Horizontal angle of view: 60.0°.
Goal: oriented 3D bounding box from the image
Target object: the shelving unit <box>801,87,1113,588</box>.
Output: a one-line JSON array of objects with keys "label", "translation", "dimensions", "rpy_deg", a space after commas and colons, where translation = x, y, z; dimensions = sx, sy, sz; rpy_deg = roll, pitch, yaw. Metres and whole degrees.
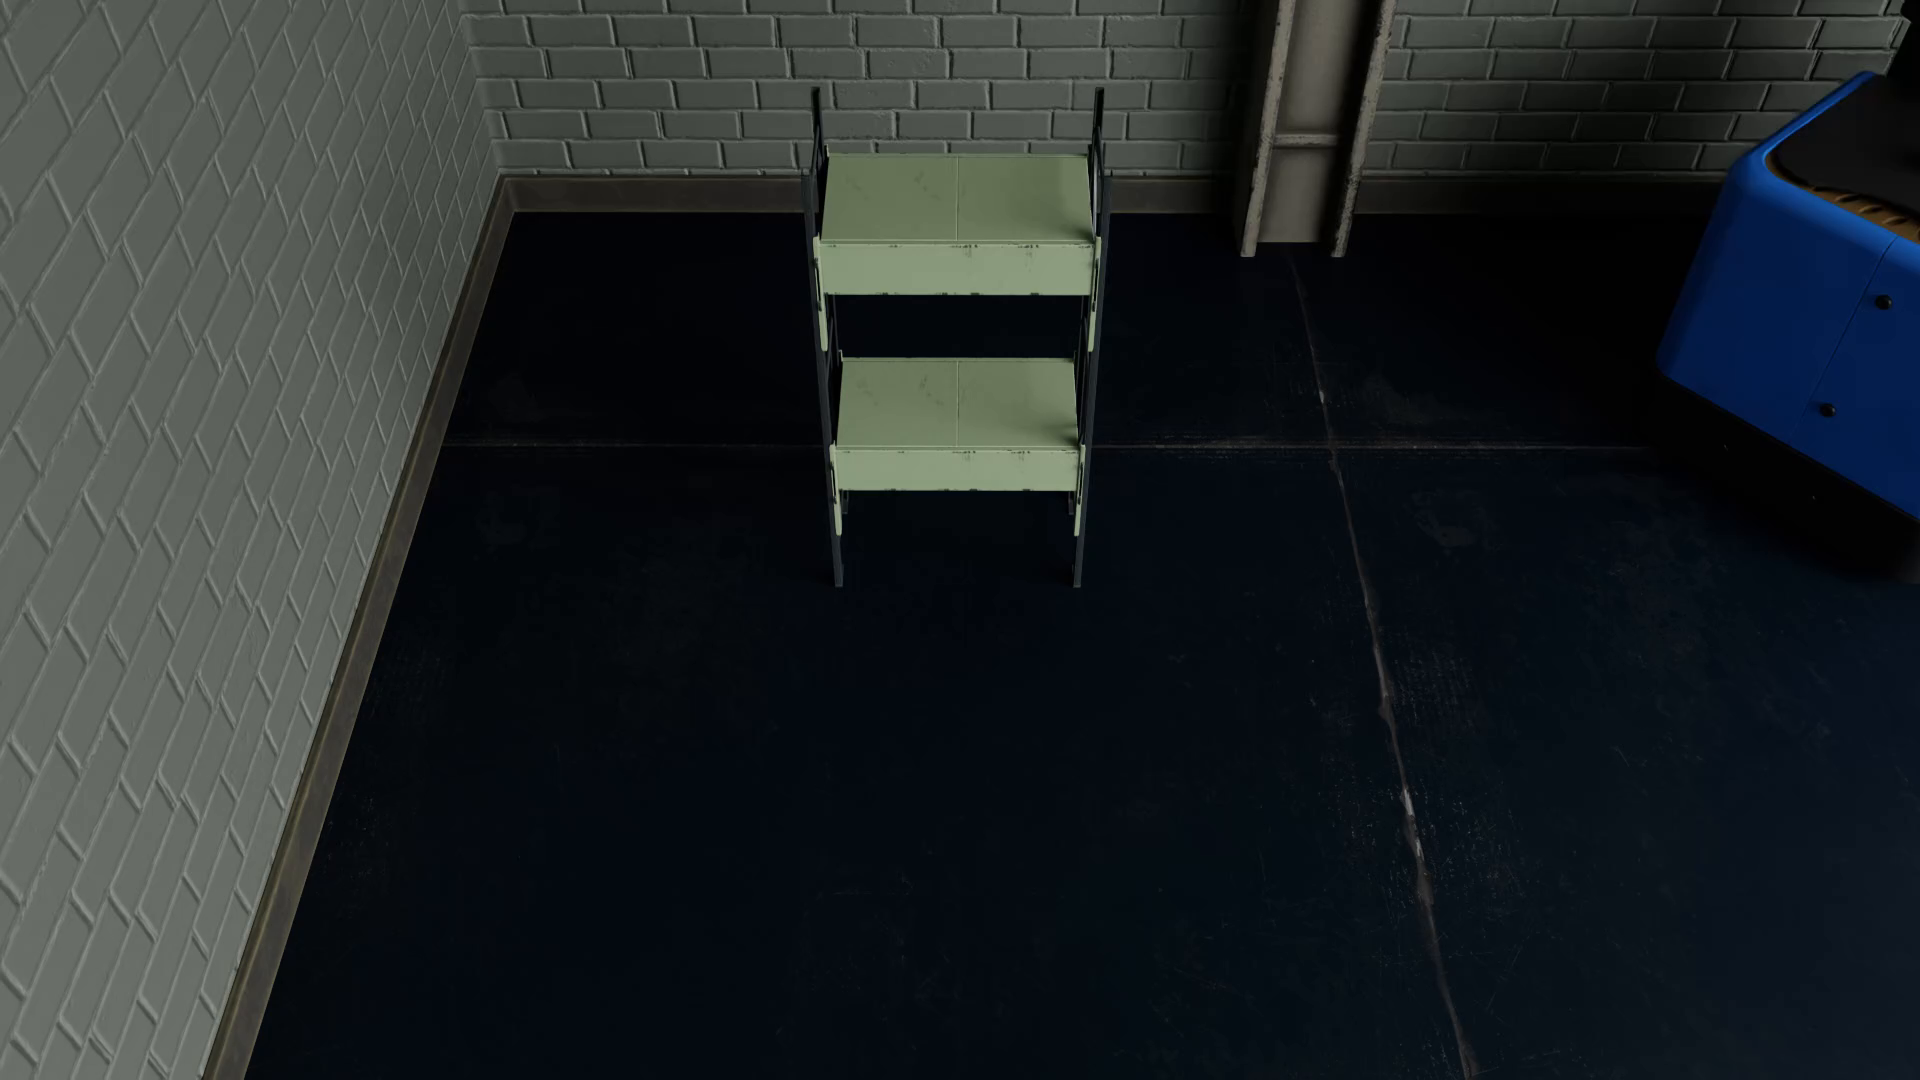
[{"label": "shelving unit", "translation": [-0.007, -0.511, 4.701], "dimensions": [0.755, 1.500, 0.431], "rpy_deg": [0, 47, 0]}]

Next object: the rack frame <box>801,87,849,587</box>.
[{"label": "rack frame", "translation": [-0.373, -0.512, 4.702], "dimensions": [0.023, 1.500, 0.400], "rpy_deg": [0, 47, 0]}]

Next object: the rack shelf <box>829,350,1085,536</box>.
[{"label": "rack shelf", "translation": [-0.007, -0.289, 4.940], "dimensions": [0.720, 0.370, 0.431], "rpy_deg": [0, 47, 0]}]

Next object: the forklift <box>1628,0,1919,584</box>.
[{"label": "forklift", "translation": [3.658, -1.806, 4.929], "dimensions": [3.031, 2.935, 1.130], "rpy_deg": [-33, 55, -27]}]

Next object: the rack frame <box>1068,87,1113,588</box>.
[{"label": "rack frame", "translation": [0.359, -0.510, 4.700], "dimensions": [0.023, 1.500, 0.400], "rpy_deg": [0, 47, 0]}]

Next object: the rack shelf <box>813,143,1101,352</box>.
[{"label": "rack shelf", "translation": [-0.007, -0.777, 4.415], "dimensions": [0.720, 0.370, 0.431], "rpy_deg": [0, 47, 0]}]

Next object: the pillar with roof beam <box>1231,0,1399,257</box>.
[{"label": "pillar with roof beam", "translation": [1.231, -1.091, 0.117], "dimensions": [0.400, 9.000, 9.100], "rpy_deg": [0, 47, 0]}]
